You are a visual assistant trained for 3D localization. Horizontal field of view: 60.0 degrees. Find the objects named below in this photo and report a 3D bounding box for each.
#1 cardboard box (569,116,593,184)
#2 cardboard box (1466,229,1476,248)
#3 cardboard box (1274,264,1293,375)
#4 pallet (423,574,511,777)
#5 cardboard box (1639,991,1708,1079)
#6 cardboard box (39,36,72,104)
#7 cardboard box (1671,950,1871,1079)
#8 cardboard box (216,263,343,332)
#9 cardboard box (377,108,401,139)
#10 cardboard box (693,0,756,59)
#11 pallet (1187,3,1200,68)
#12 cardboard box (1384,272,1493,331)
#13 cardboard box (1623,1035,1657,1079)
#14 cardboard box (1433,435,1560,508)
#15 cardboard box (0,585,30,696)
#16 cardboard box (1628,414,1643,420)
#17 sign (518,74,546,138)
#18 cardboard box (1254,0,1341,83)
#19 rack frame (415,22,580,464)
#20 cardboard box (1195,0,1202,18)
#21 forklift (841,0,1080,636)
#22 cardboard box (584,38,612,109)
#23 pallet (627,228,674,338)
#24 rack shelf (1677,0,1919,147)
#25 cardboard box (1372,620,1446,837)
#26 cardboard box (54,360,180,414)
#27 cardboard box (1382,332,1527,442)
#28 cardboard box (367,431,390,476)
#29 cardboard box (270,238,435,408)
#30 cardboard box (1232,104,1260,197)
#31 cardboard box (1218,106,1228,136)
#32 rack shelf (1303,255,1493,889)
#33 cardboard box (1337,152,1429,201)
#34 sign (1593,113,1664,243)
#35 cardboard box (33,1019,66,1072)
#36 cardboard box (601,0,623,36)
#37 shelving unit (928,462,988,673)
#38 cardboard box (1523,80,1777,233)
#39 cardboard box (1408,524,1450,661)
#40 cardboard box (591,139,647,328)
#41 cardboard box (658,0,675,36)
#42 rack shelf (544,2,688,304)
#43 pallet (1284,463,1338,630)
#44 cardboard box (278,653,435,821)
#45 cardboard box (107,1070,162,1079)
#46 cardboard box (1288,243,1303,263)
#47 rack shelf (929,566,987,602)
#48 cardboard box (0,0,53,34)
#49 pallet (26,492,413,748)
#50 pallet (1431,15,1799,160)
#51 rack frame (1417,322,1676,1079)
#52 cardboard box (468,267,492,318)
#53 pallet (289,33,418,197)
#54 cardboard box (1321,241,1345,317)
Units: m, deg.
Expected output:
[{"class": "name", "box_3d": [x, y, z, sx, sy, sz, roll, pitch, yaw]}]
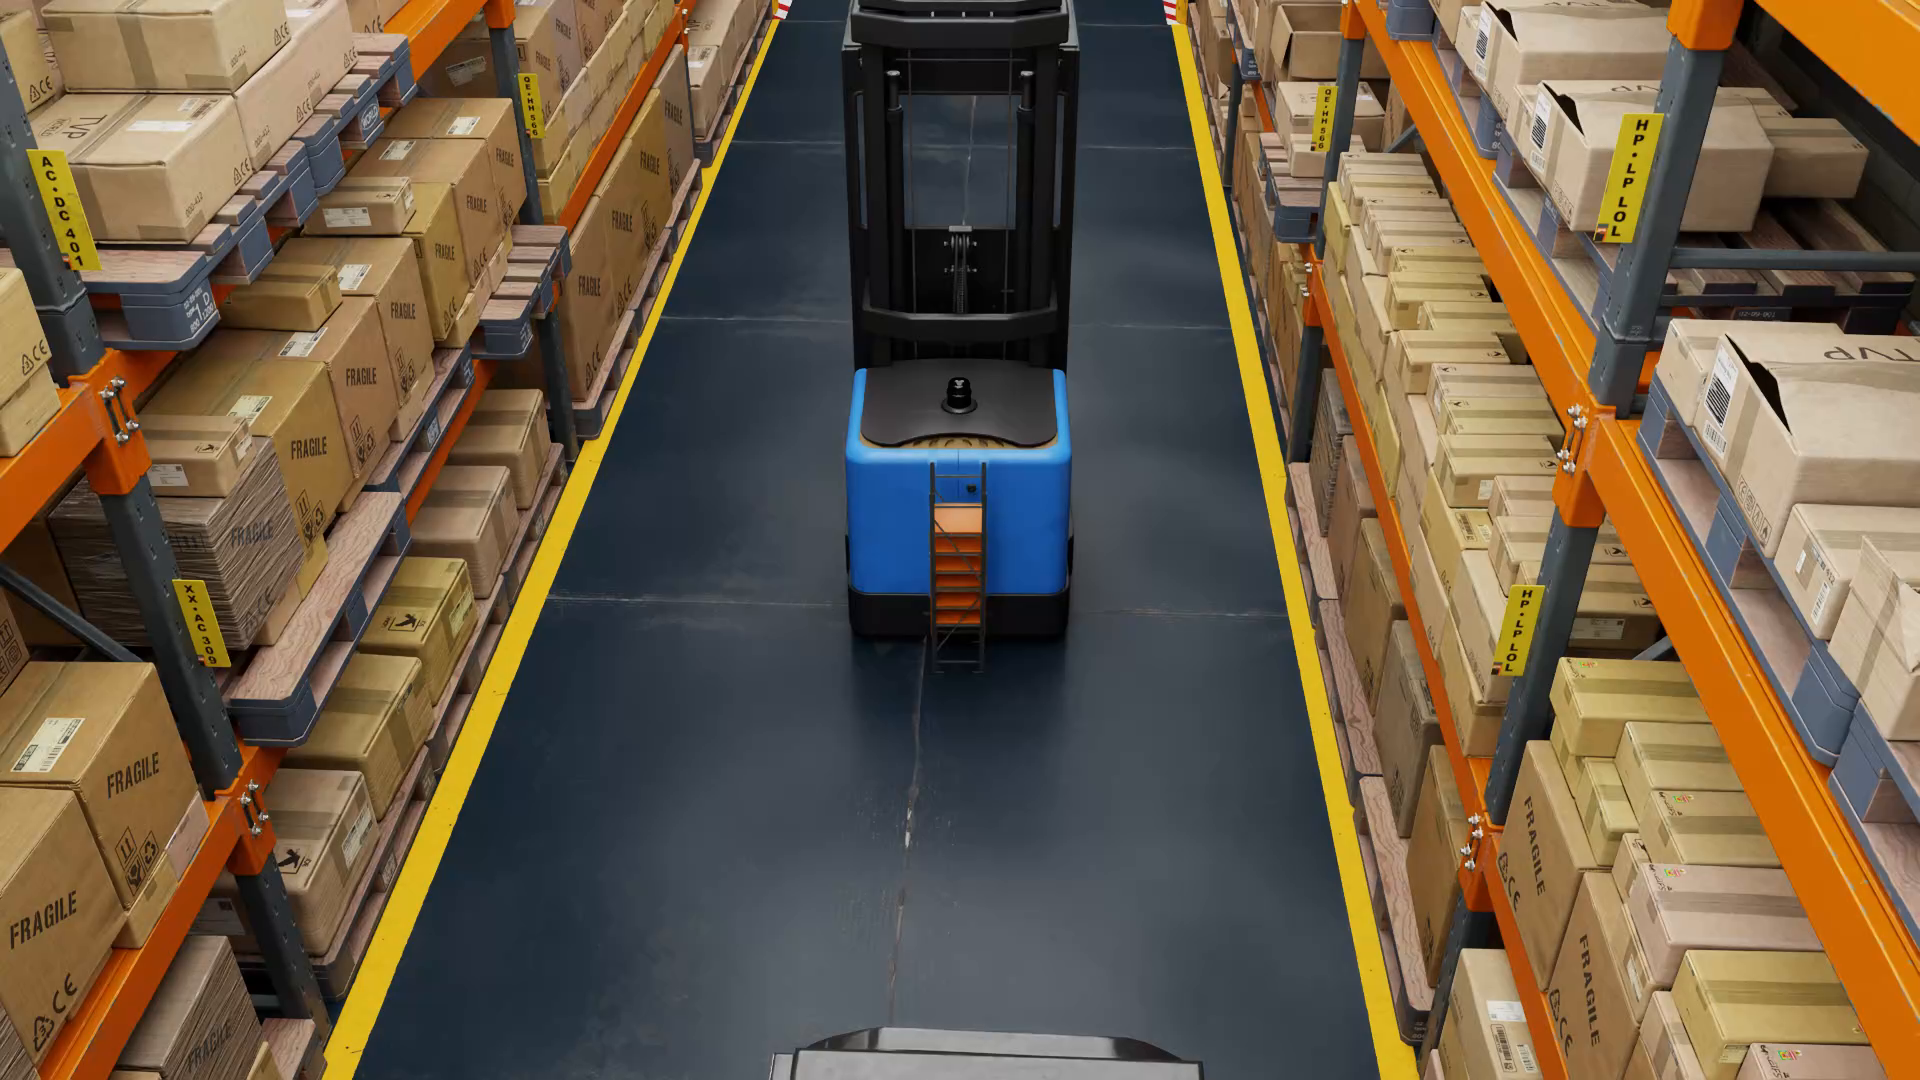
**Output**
[{"class": "cardboard box", "box_3d": [-2.379, -2.210, 9.362, 0.500, 0.250, 0.500, 0, 35, 1]}, {"class": "cardboard box", "box_3d": [2.548, -1.173, 7.451, 0.500, 0.250, 0.500, 2, 35, 2]}, {"class": "cardboard box", "box_3d": [2.140, -1.272, 9.706, 0.500, 0.500, 0.500, 1, 35, 1]}, {"class": "pallet", "box_3d": [-2.737, 0.589, 7.675, 1.003, 0.211, 1.213, 1, 35, 2]}, {"class": "cardboard box", "box_3d": [1.783, 1.171, 3.770, 0.380, 0.149, 0.250, 1, 35, 1]}, {"class": "cardboard box", "box_3d": [-2.909, -1.369, 5.192, 0.500, 0.250, 0.500, 2, 35, 2]}, {"class": "cardboard box", "box_3d": [1.819, 1.053, 3.679, 0.380, 0.149, 0.250, 1, 35, 1]}, {"class": "cardboard box", "box_3d": [-2.500, -0.891, 6.079, 0.380, 0.149, 0.250, 3, 35, 5]}, {"class": "cardboard box", "box_3d": [-2.902, -1.782, 7.911, 0.500, 0.500, 0.500, 0, 35, 1]}, {"class": "cardboard box", "box_3d": [-2.286, -4.513, 14.371, 0.875, 0.438, 0.875, 2, 35, 3]}, {"class": "pallet", "box_3d": [2.594, -4.541, 14.974, 1.003, 0.211, 1.213, 1, 35, 2]}, {"class": "cardboard box", "box_3d": [1.959, -0.976, 6.825, 0.380, 0.149, 0.250, 2, 35, 3]}, {"class": "cardboard box", "box_3d": [1.844, 1.509, 3.853, 0.500, 0.500, 0.500, 1, 35, 1]}, {"class": "cardboard box", "box_3d": [1.871, -0.240, 5.777, 0.380, 0.149, 0.250, 0, 35, 0]}, {"class": "cardboard box", "box_3d": [-3.048, 0.274, 4.482, 0.700, 0.500, 0.500, 1, 35, 1]}, {"class": "cardboard box", "box_3d": [2.474, -0.379, 5.975, 0.380, 0.149, 0.250, 1, 35, 2]}, {"class": "sign", "box_3d": [-2.110, -2.135, 8.186, 0.100, 0.325, 0.005, 1, 35, 2]}, {"class": "cardboard box", "box_3d": [2.172, -3.077, 10.014, 0.700, 0.500, 0.500, 1, 35, 2]}, {"class": "rack frame", "box_3d": [-2.653, -1.700, 8.506, 1.000, 3.000, 0.127, 1, 35, 2]}, {"class": "cardboard box", "box_3d": [2.509, -4.985, 14.986, 0.797, 0.503, 0.637, 0, 35, 0]}, {"class": "forklift", "box_3d": [0.005, -1.557, 8.362, 1.130, 2.935, 3.031, 0, 35, 0]}, {"class": "cardboard box", "box_3d": [-2.331, -2.712, 9.641, 0.500, 0.250, 0.500, 1, 35, 2]}, {"class": "pallet", "box_3d": [-2.494, -1.710, 10.945, 1.003, 0.211, 1.213, 1, 35, 2]}, {"class": "rack shelf", "box_3d": [2.066, -0.137, 2.038, 1.077, 0.370, 4.000, 1, 35, 2]}, {"class": "cardboard box", "box_3d": [2.195, 0.764, 6.699, 0.875, 0.625, 0.625, 1, 35, 1]}, {"class": "cardboard box", "box_3d": [-3.006, -0.292, 5.792, 0.500, 0.500, 0.500, 2, 35, 2]}, {"class": "cardboard box", "box_3d": [1.990, -0.600, 6.636, 0.500, 0.250, 0.500, 2, 35, 3]}, {"class": "cardboard box", "box_3d": [-2.458, -0.378, 6.478, 0.380, 0.149, 0.250, 2, 35, 2]}, {"class": "cardboard box", "box_3d": [-2.445, -0.866, 6.609, 0.500, 0.500, 0.500, 0, 35, 0]}, {"class": "cardboard box", "box_3d": [2.223, -2.762, 11.826, 0.500, 0.500, 0.500, 3, 35, 4]}, {"class": "cardboard box", "box_3d": [2.197, -3.218, 12.780, 0.380, 0.149, 0.250, 0, 35, 0]}, {"class": "rack shelf", "box_3d": [2.227, -0.144, 6.918, 1.077, 0.370, 4.000, 1, 35, 2]}, {"class": "cardboard box", "box_3d": [2.000, -1.718, 7.880, 0.380, 0.149, 0.250, 2, 35, 3]}, {"class": "sign", "box_3d": [1.604, -0.864, 3.985, 0.100, 0.325, 0.005, 1, 35, 2]}, {"class": "cardboard box", "box_3d": [-2.637, 1.326, 4.418, 0.380, 0.149, 0.250, 1, 35, 1]}, {"class": "cardboard box", "box_3d": [-2.318, -3.300, 9.826, 0.500, 0.500, 0.500, 2, 35, 3]}, {"class": "shelving unit", "box_3d": [-0.008, 0.147, 7.431, 0.258, 1.200, 0.189, 0, 47, 0]}, {"class": "cardboard box", "box_3d": [1.932, -1.115, 4.690, 0.500, 0.311, 0.500, 0, 35, 0]}, {"class": "cardboard box", "box_3d": [1.920, 0.187, 5.951, 0.500, 0.250, 0.500, 1, 35, 2]}, {"class": "cardboard box", "box_3d": [-2.502, -1.910, 10.287, 0.875, 0.875, 0.875, 2, 35, 2]}, {"class": "cardboard box", "box_3d": [-2.258, -3.674, 11.444, 0.500, 0.250, 0.500, 1, 35, 1]}, {"class": "rack shelf", "box_3d": [-2.572, -2.555, 10.348, 1.077, 0.370, 4.000, 1, 35, 2]}, {"class": "pallet", "box_3d": [2.235, 0.025, 8.476, 1.003, 0.211, 1.213, 1, 35, 2]}, {"class": "cardboard box", "box_3d": [-2.769, 0.787, 6.888, 0.950, 0.372, 0.625, 3, 35, 5]}, {"class": "cardboard box", "box_3d": [-2.588, 1.883, 4.782, 0.500, 0.500, 0.500, 2, 35, 3]}, {"class": "cardboard box", "box_3d": [2.108, -1.600, 9.608, 0.380, 0.149, 0.250, 0, 35, 0]}, {"class": "rack shelf", "box_3d": [-0.008, 0.177, 7.463, 0.258, 0.103, 0.180, 0, 47, 0]}, {"class": "cardboard box", "box_3d": [-2.899, -1.867, 5.465, 0.500, 0.250, 0.500, 2, 35, 3]}, {"class": "pallet", "box_3d": [-2.637, 0.241, 5.912, 1.003, 0.211, 1.213, 1, 35, 2]}, {"class": "pallet", "box_3d": [2.327, -1.703, 6.066, 1.003, 0.211, 1.213, 3, 35, 4]}, {"class": "rack frame", "box_3d": [2.146, 0.710, 5.076, 1.000, 3.000, 0.127, 1, 35, 2]}, {"class": "cardboard box", "box_3d": [-2.353, -1.130, 7.548, 0.380, 0.149, 0.250, 0, 35, 0]}, {"class": "pallet", "box_3d": [-2.644, -1.501, 5.777, 1.213, 0.211, 1.003, 1, 35, 2]}, {"class": "cardboard box", "box_3d": [2.045, -1.277, 8.035, 0.500, 0.250, 0.500, 1, 35, 2]}]
